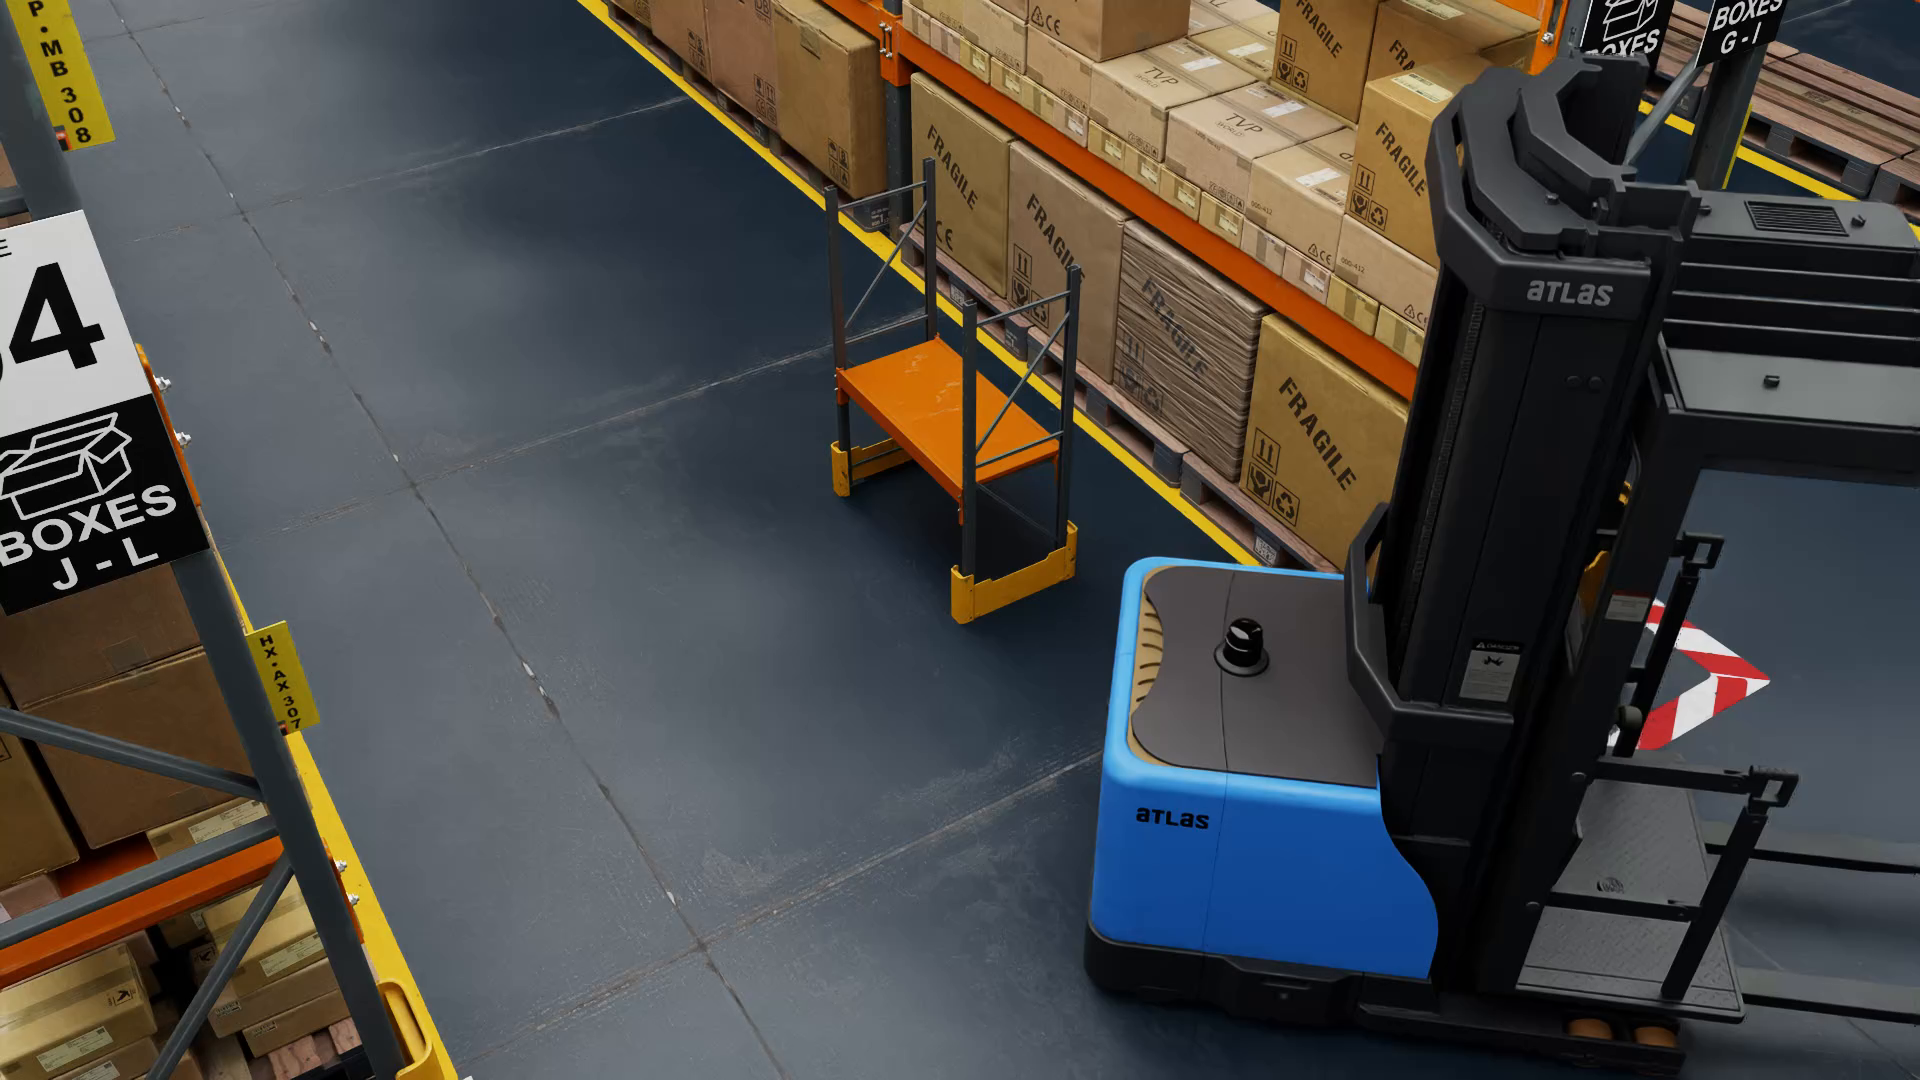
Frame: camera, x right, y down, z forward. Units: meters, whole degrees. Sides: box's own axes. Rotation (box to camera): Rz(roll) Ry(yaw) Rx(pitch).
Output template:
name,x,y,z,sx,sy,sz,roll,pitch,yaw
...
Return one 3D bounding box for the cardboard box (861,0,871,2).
name,x,y,z,sx,sy,sz,roll,pitch,yaw
cardboard box,-0.420,-3.164,8.626,0.500,0.500,0.500,-22,45,-24

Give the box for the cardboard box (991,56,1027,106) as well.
name,x,y,z,sx,sy,sz,roll,pitch,yaw
cardboard box,0.367,-2.172,7.709,0.380,0.149,0.250,-23,45,-26

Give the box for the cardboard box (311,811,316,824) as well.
name,x,y,z,sx,sy,sz,roll,pitch,yaw
cardboard box,-2.296,0.862,5.306,0.380,0.149,0.250,-22,45,-25

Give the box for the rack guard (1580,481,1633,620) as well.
name,x,y,z,sx,sy,sz,roll,pitch,yaw
rack guard,2.226,0.165,6.662,1.175,0.500,0.348,-22,45,-24

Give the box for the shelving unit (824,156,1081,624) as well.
name,x,y,z,sx,sy,sz,roll,pitch,yaw
shelving unit,-0.041,-0.617,6.819,0.587,1.500,1.083,-22,45,-24

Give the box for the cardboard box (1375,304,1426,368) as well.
name,x,y,z,sx,sy,sz,roll,pitch,yaw
cardboard box,1.744,-0.791,6.052,0.380,0.149,0.250,-21,44,-24

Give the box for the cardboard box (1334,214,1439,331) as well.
name,x,y,z,sx,sy,sz,roll,pitch,yaw
cardboard box,1.728,-1.035,6.034,0.500,0.250,0.500,-23,45,-25

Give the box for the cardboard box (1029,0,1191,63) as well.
name,x,y,z,sx,sy,sz,roll,pitch,yaw
cardboard box,0.646,-2.418,7.108,0.500,0.500,0.500,-24,45,-26

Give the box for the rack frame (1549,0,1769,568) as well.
name,x,y,z,sx,sy,sz,roll,pitch,yaw
rack frame,2.213,-0.809,5.877,1.000,3.000,0.127,-22,45,-24

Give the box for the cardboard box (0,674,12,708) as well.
name,x,y,z,sx,sy,sz,roll,pitch,yaw
cardboard box,-2.479,0.146,3.640,0.500,0.500,0.500,-23,45,-25

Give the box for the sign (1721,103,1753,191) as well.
name,x,y,z,sx,sy,sz,roll,pitch,yaw
sign,2.684,-1.359,5.800,0.100,0.325,0.005,-22,45,-24

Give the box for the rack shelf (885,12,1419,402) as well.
name,x,y,z,sx,sy,sz,roll,pitch,yaw
rack shelf,1.137,-1.612,7.403,1.077,0.370,4.000,-22,45,-24

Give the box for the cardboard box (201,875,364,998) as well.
name,x,y,z,sx,sy,sz,roll,pitch,yaw
cardboard box,-2.019,1.150,4.961,0.380,0.149,0.250,-24,46,-26

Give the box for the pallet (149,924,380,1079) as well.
name,x,y,z,sx,sy,sz,roll,pitch,yaw
pallet,-2.471,1.424,5.376,1.003,0.211,1.213,-22,45,-24

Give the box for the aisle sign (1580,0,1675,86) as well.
name,x,y,z,sx,sy,sz,roll,pitch,yaw
aisle sign,1.998,-1.665,4.874,0.394,0.787,0.004,-22,45,-24

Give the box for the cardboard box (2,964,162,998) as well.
name,x,y,z,sx,sy,sz,roll,pitch,yaw
cardboard box,-2.643,1.318,4.992,0.380,0.149,0.250,-23,45,-25

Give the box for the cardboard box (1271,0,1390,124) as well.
name,x,y,z,sx,sy,sz,roll,pitch,yaw
cardboard box,1.630,-2.053,6.669,0.500,0.500,0.500,-23,45,-26

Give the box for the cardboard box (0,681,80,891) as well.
name,x,y,z,sx,sy,sz,roll,pitch,yaw
cardboard box,-2.482,0.538,3.951,0.500,0.500,0.500,-21,44,-24

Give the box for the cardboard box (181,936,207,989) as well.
name,x,y,z,sx,sy,sz,roll,pitch,yaw
cardboard box,-2.245,1.272,5.279,0.380,0.149,0.250,-22,45,-25

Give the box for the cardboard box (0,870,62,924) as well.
name,x,y,z,sx,sy,sz,roll,pitch,yaw
cardboard box,-2.437,0.862,4.069,0.380,0.149,0.250,-22,45,-24

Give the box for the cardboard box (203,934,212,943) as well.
name,x,y,z,sx,sy,sz,roll,pitch,yaw
cardboard box,-2.189,1.125,5.223,0.380,0.149,0.250,-22,45,-25

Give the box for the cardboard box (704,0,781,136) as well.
name,x,y,z,sx,sy,sz,roll,pitch,yaw
cardboard box,-0.780,-3.133,9.999,1.225,0.875,0.875,-24,45,-26

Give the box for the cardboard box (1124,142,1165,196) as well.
name,x,y,z,sx,sy,sz,roll,pitch,yaw
cardboard box,0.922,-1.616,7.042,0.380,0.149,0.250,-21,44,-24

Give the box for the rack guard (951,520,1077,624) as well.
name,x,y,z,sx,sy,sz,roll,pitch,yaw
rack guard,0.227,0.132,6.897,0.587,0.250,0.087,-22,45,-24

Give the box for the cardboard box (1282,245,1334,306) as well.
name,x,y,z,sx,sy,sz,roll,pitch,yaw
cardboard box,1.468,-1.067,6.384,0.380,0.149,0.250,-22,45,-24

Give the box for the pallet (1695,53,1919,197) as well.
name,x,y,z,sx,sy,sz,roll,pitch,yaw
pallet,5.326,-2.558,10.155,1.003,0.211,1.213,-22,45,-24

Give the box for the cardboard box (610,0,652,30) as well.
name,x,y,z,sx,sy,sz,roll,pitch,yaw
cardboard box,-1.735,-4.092,11.149,1.225,0.875,0.875,-24,46,-26

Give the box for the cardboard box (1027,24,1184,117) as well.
name,x,y,z,sx,sy,sz,roll,pitch,yaw
cardboard box,0.640,-2.133,7.351,0.500,0.250,0.500,-21,44,-23

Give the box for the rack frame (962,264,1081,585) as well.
name,x,y,z,sx,sy,sz,roll,pitch,yaw
rack frame,0.227,-0.348,6.496,0.500,1.500,0.032,-22,45,-24

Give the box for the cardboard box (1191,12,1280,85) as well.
name,x,y,z,sx,sy,sz,roll,pitch,yaw
cardboard box,1.345,-2.048,7.249,0.500,0.250,0.500,-23,45,-25

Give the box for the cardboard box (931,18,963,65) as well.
name,x,y,z,sx,sy,sz,roll,pitch,yaw
cardboard box,0.082,-2.455,8.049,0.380,0.149,0.250,-24,45,-26

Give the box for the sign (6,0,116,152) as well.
name,x,y,z,sx,sy,sz,roll,pitch,yaw
sign,-1.566,-0.831,2.878,0.100,0.325,0.005,-22,45,-24

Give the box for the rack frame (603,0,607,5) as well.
name,x,y,z,sx,sy,sz,roll,pitch,yaw
rack frame,-2.089,-5.126,11.059,1.000,3.000,0.127,-22,45,-24

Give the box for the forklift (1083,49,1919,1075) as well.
name,x,y,z,sx,sy,sz,roll,pitch,yaw
forklift,1.967,0.190,4.732,3.031,2.935,1.130,6,40,7

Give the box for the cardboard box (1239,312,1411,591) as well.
name,x,y,z,sx,sy,sz,roll,pitch,yaw
cardboard box,1.801,-0.472,6.804,0.875,0.875,0.875,-22,45,-24

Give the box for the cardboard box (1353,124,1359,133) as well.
name,x,y,z,sx,sy,sz,roll,pitch,yaw
cardboard box,1.897,-1.496,6.586,0.500,0.250,0.500,-23,45,-25

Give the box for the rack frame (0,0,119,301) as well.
name,x,y,z,sx,sy,sz,roll,pitch,yaw
rack frame,-2.024,-1.461,1.973,1.000,3.000,0.127,-22,45,-24

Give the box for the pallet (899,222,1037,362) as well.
name,x,y,z,sx,sy,sz,roll,pitch,yaw
pallet,0.405,-1.459,8.836,1.003,0.211,1.213,-22,45,-24

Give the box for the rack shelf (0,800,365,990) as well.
name,x,y,z,sx,sy,sz,roll,pitch,yaw
rack shelf,-3.099,0.041,5.419,1.077,0.370,4.000,-22,45,-24

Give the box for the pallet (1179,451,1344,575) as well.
name,x,y,z,sx,sy,sz,roll,pitch,yaw
pallet,1.717,-0.142,7.255,1.003,0.211,1.213,-22,45,-24

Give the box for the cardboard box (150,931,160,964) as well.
name,x,y,z,sx,sy,sz,roll,pitch,yaw
cardboard box,-2.776,1.290,5.258,0.380,0.149,0.250,-22,45,-25

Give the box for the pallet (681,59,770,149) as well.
name,x,y,z,sx,sy,sz,roll,pitch,yaw
pallet,-1.077,-2.946,10.620,1.003,0.211,1.213,-22,45,-24

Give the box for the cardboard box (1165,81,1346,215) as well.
name,x,y,z,sx,sy,sz,roll,pitch,yaw
cardboard box,1.182,-1.584,6.693,0.500,0.250,0.500,-24,45,-26

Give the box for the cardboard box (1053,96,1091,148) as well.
name,x,y,z,sx,sy,sz,roll,pitch,yaw
cardboard box,0.638,-1.897,7.380,0.380,0.149,0.250,-22,44,-24

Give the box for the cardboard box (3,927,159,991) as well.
name,x,y,z,sx,sy,sz,roll,pitch,yaw
cardboard box,-2.609,1.196,4.906,0.380,0.149,0.250,-21,44,-24

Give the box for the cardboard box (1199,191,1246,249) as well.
name,x,y,z,sx,sy,sz,roll,pitch,yaw
cardboard box,1.193,-1.342,6.713,0.380,0.149,0.250,-23,45,-25

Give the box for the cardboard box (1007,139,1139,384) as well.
name,x,y,z,sx,sy,sz,roll,pitch,yaw
cardboard box,0.833,-1.443,7.970,0.875,0.875,0.875,-22,45,-24

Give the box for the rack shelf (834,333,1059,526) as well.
name,x,y,z,sx,sy,sz,roll,pitch,yaw
rack shelf,-0.046,-0.484,6.940,0.538,0.185,1.000,-22,45,-24

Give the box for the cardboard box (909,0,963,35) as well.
name,x,y,z,sx,sy,sz,roll,pitch,yaw
cardboard box,0.094,-2.680,8.008,0.500,0.250,0.500,-23,45,-25
